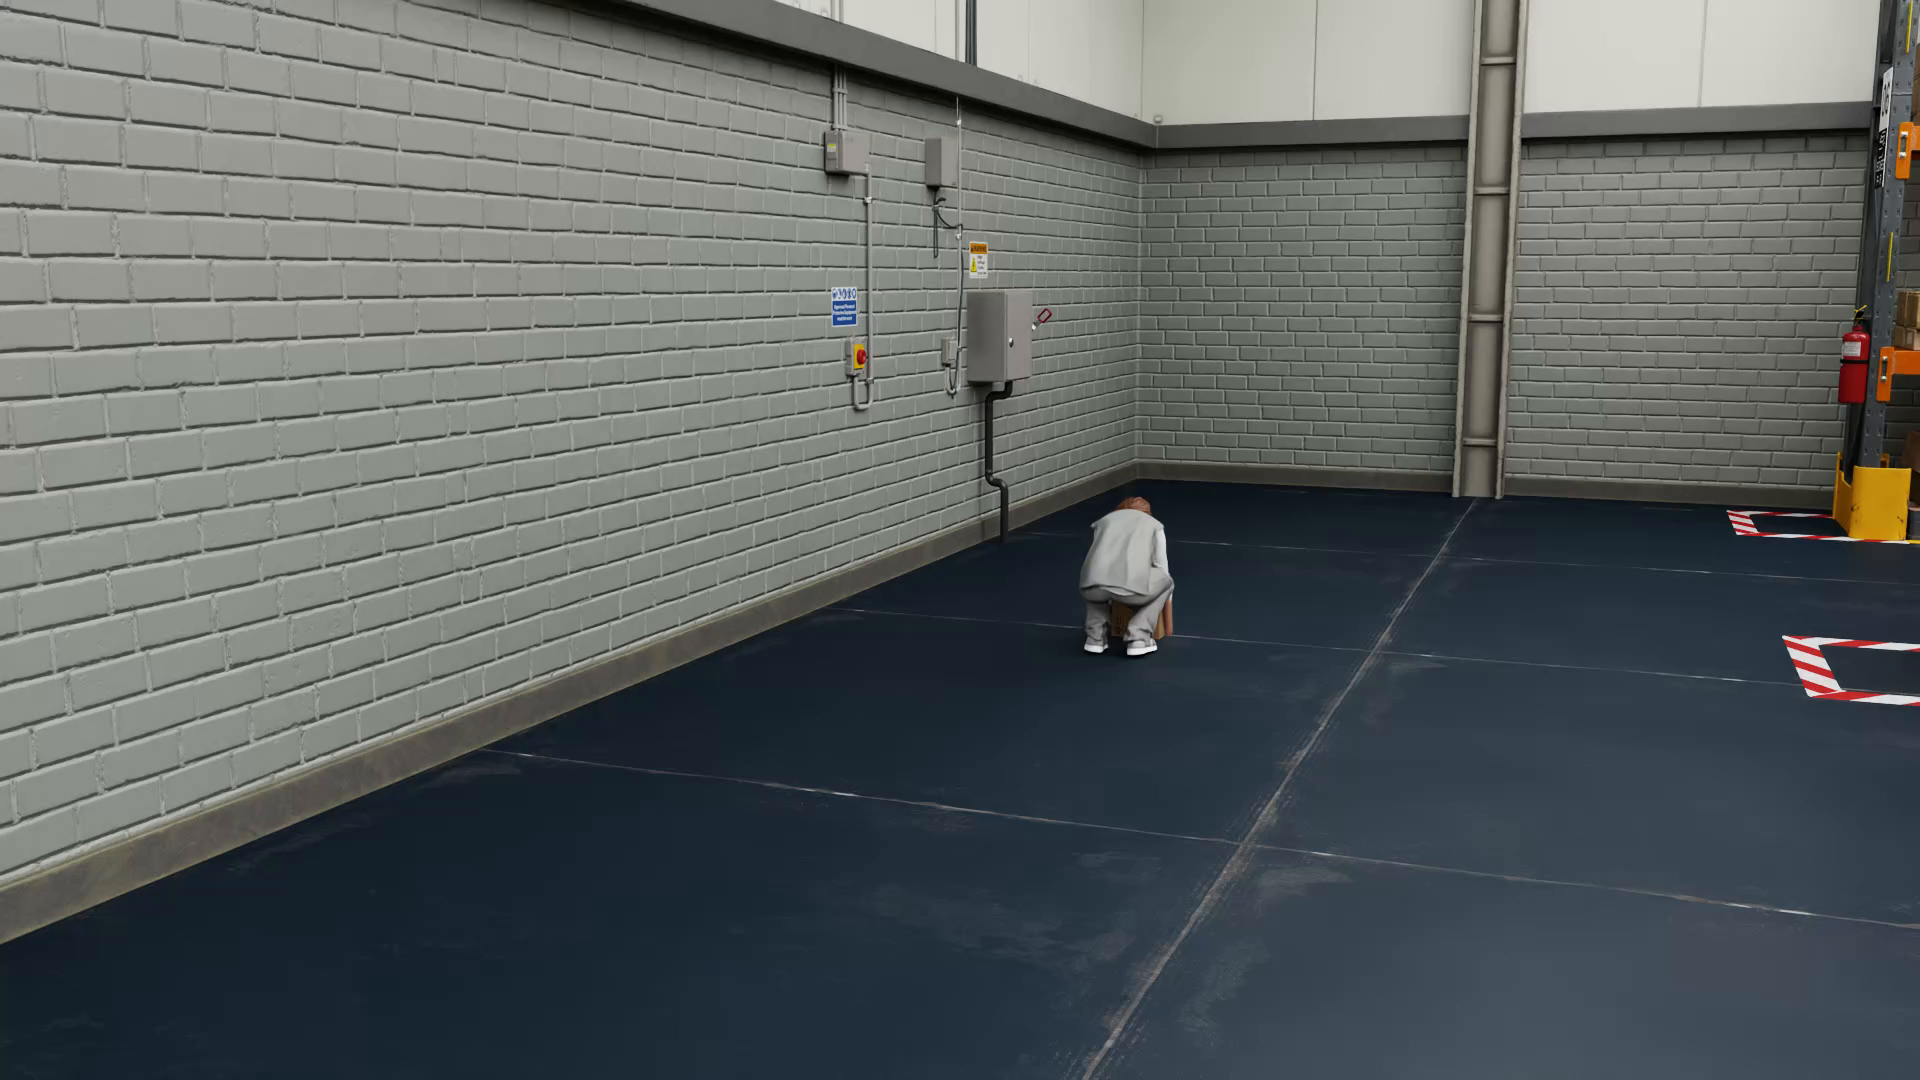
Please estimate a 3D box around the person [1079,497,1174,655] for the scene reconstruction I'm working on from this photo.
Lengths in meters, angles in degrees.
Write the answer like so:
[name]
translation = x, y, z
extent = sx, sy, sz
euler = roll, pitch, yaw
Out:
[person]
translation = 0.818, 0.218, 8.162
extent = 0.433, 0.741, 0.829
euler = 3, 10, 21
